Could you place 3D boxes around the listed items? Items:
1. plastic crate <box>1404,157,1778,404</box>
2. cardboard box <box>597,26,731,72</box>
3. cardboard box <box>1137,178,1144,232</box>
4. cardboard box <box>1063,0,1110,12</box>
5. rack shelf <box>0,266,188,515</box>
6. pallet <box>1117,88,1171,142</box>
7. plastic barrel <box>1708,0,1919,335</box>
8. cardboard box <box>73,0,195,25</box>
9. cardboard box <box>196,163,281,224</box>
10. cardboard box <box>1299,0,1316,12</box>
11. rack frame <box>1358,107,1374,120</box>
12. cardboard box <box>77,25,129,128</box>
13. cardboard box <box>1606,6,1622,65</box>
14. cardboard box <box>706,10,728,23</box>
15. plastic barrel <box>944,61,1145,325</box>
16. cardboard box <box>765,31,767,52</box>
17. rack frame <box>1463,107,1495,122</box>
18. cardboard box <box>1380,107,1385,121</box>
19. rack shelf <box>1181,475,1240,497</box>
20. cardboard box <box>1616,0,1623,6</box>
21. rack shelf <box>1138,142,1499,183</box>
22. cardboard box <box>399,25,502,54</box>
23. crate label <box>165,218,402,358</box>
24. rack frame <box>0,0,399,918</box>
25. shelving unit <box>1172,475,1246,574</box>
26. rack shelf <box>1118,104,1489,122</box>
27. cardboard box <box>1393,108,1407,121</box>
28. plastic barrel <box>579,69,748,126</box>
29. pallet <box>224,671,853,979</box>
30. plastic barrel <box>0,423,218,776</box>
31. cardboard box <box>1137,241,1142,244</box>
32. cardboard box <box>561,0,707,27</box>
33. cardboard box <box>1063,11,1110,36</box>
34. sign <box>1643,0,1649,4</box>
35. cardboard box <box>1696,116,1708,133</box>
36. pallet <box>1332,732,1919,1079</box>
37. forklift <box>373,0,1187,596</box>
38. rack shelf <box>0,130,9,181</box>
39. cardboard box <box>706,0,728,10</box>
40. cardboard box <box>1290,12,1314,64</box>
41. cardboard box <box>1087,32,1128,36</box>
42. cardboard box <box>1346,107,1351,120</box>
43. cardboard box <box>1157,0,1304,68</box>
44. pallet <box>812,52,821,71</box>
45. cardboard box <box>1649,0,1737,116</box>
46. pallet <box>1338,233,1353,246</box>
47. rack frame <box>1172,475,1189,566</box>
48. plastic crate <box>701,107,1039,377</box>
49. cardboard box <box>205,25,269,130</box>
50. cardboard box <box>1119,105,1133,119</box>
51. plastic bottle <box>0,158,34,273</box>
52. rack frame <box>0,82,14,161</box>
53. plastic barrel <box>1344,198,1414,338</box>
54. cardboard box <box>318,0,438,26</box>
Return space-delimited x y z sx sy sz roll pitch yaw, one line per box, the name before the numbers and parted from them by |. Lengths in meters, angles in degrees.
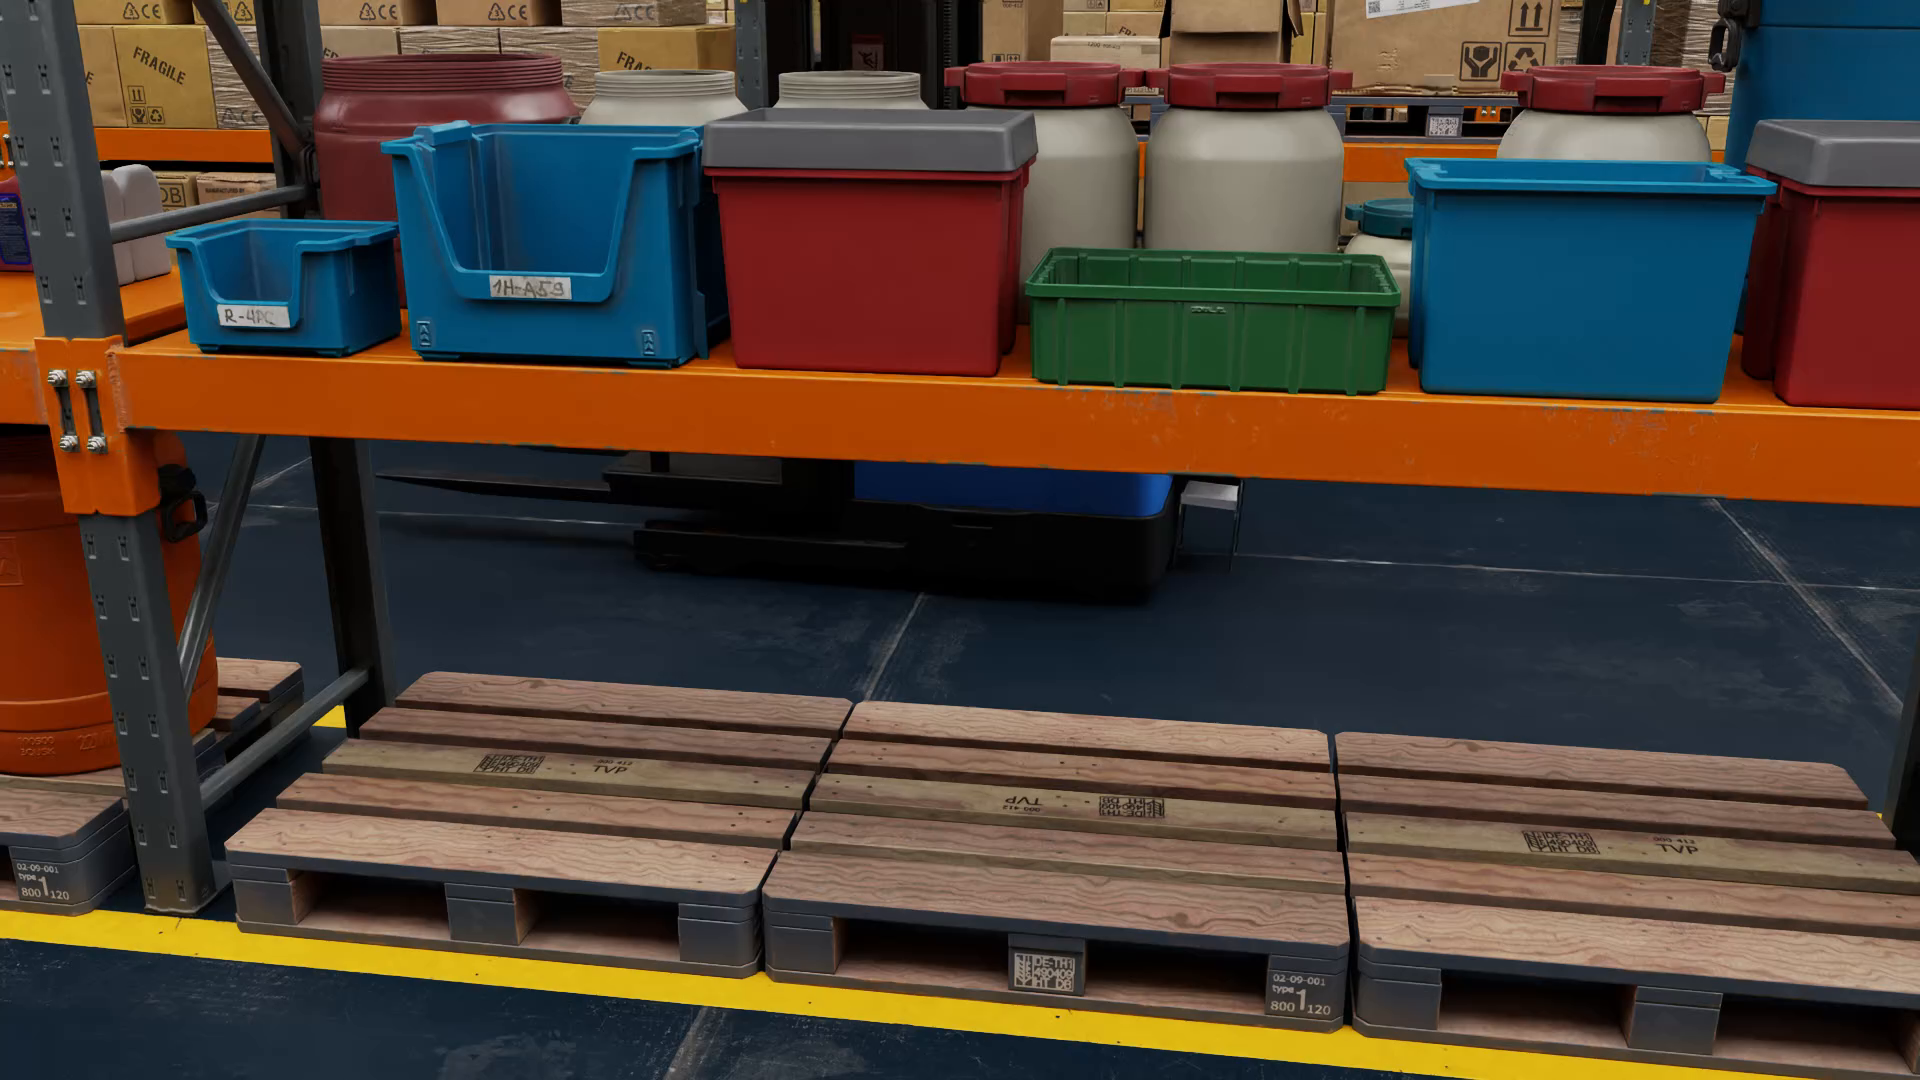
plastic crate | 1.104 -0.478 3.029 0.575 0.384 0.392 3 19 9
cardboard box | -1.448 -2.275 8.218 0.500 0.500 0.500 4 19 10
cardboard box | 1.416 -2.860 13.006 0.750 0.750 1.050 3 19 9
cardboard box | 0.907 -4.300 12.694 0.500 0.500 0.700 3 19 8
rack shelf | -3.682 -0.488 4.169 4.000 0.370 1.077 3 19 9
pallet | 1.040 -2.103 8.162 1.213 0.211 1.003 3 19 9
plastic barrel | 1.909 -0.880 3.414 0.708 0.901 0.600 3 19 9
cardboard box | -4.239 -2.975 8.730 0.637 0.503 0.797 2 19 7
cardboard box | -3.353 -1.603 9.052 0.875 0.875 1.225 2 19 7
cardboard box | 2.416 -4.224 12.465 0.500 0.500 0.700 3 19 9
rack frame | 5.384 -6.739 21.717 0.127 3.000 1.000 3 19 9
cardboard box | -4.456 -2.428 8.674 0.500 0.500 0.500 3 19 9
cardboard box | 4.827 -3.664 12.289 0.550 0.550 0.875 3 19 9
cardboard box | -1.869 -3.997 12.786 0.250 0.149 0.380 3 19 10
plastic barrel | 0.181 -0.767 3.655 0.433 0.535 0.433 0 18 0
cardboard box | -1.339 -3.830 12.756 0.250 0.149 0.380 3 19 8
rack frame | 3.915 -3.628 12.419 0.127 3.000 1.000 3 19 9
cardboard box | 5.895 -5.673 22.203 0.500 0.250 0.500 3 19 9
rack shelf | 0.913 -0.238 5.968 0.200 0.077 0.258 8 20 12
cardboard box | 4.835 -4.191 12.162 0.550 0.550 0.875 3 19 9
rack shelf | 1.053 -1.839 8.205 4.000 0.370 1.077 3 19 9
cardboard box | -2.452 -2.327 8.373 0.500 0.500 0.500 2 19 7
crate label | -1.350 -0.511 3.366 0.416 0.233 0.303 3 19 9
rack frame | -1.707 -0.729 3.754 0.127 3.000 1.000 3 19 9
shelving unit | 0.920 -0.354 5.927 0.210 0.900 0.258 8 20 12
rack shelf | 1.940 -3.387 12.834 4.000 0.370 1.077 3 19 9
cardboard box | 4.347 -3.798 15.674 0.500 0.500 0.500 3 19 9
plastic barrel | -0.657 -0.797 3.781 0.421 0.512 0.421 0 18 0
pallet | -0.948 0.645 4.043 1.213 0.211 1.003 3 19 9
plastic barrel | -2.193 0.082 4.089 0.708 0.830 0.600 3 19 9
cardboard box | 0.854 -1.226 8.486 0.500 0.500 0.700 5 19 13
cardboard box | -1.641 -2.845 8.342 0.637 0.503 0.797 4 19 11
cardboard box | 0.868 -3.745 12.610 0.500 0.500 0.500 3 19 8
sign | 2.944 -2.454 7.086 0.005 0.325 0.100 3 19 9
cardboard box | 3.193 -1.855 7.516 0.250 0.149 0.380 3 19 9
pallet | 1.461 0.768 3.676 1.213 0.211 1.003 3 19 9
forklift | -0.695 -1.426 5.946 3.031 2.935 1.130 4 19 12
rack shelf | -6.845 -2.241 9.408 4.000 0.370 1.077 3 19 9
cardboard box | -1.868 -4.138 12.740 0.250 0.149 0.380 4 19 11
cardboard box | 2.359 -3.669 12.383 0.500 0.500 0.500 3 19 9
cardboard box | 0.768 -2.417 8.348 0.258 0.266 0.396 2 19 7
cardboard box | 4.867 -5.835 22.095 0.625 0.625 0.875 4 19 11
cardboard box | 1.302 -2.386 7.881 0.637 0.503 0.797 5 19 14
pallet | -0.755 -3.741 13.058 1.003 0.211 1.213 3 19 9
cardboard box | 3.463 -2.226 7.601 0.500 0.500 0.875 3 19 9
pallet | 3.141 -2.321 12.907 1.213 0.211 1.003 3 19 9
rack frame | 0.822 -0.368 5.949 0.006 0.900 0.240 8 20 12
plastic crate | -0.160 -0.582 3.214 0.583 0.464 0.402 3 19 9
cardboard box | -3.466 -2.377 8.523 0.500 0.500 0.500 2 19 7
cardboard box | 2.048 -5.978 22.522 0.625 0.625 0.875 4 19 10
plastic bottle | -2.400 -0.827 4.232 0.133 0.283 0.061 3 19 9
rack frame | -4.871 -2.482 8.993 0.127 3.000 1.000 3 19 9
plastic barrel | 0.960 -0.577 3.517 0.301 0.262 0.301 0 18 0
cardboard box | -2.947 -2.911 8.537 0.637 0.503 0.797 4 19 10
